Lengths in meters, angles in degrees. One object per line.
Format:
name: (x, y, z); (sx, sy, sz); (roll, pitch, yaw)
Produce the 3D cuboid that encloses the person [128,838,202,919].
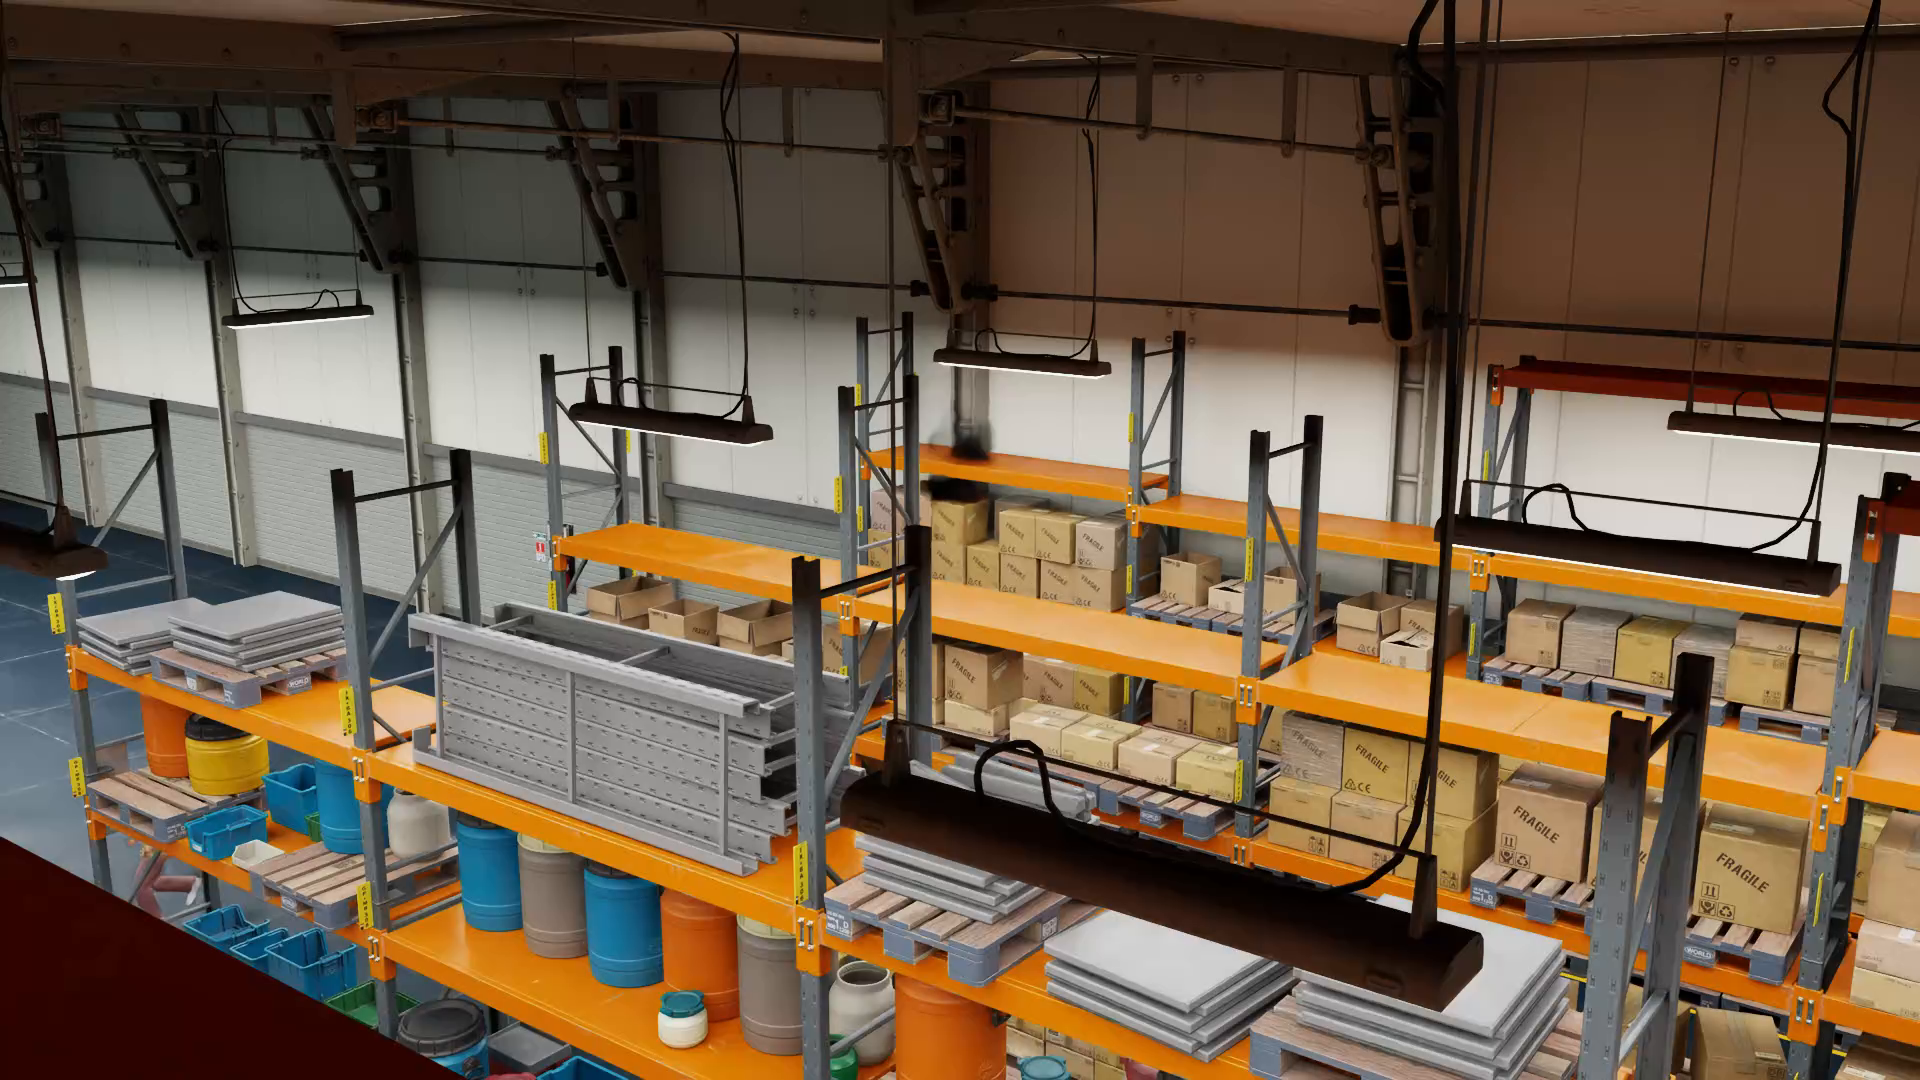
person: (-8.405, 3.418, 17.548); (0.712, 1.406, 0.589); (-7, 15, -28)
